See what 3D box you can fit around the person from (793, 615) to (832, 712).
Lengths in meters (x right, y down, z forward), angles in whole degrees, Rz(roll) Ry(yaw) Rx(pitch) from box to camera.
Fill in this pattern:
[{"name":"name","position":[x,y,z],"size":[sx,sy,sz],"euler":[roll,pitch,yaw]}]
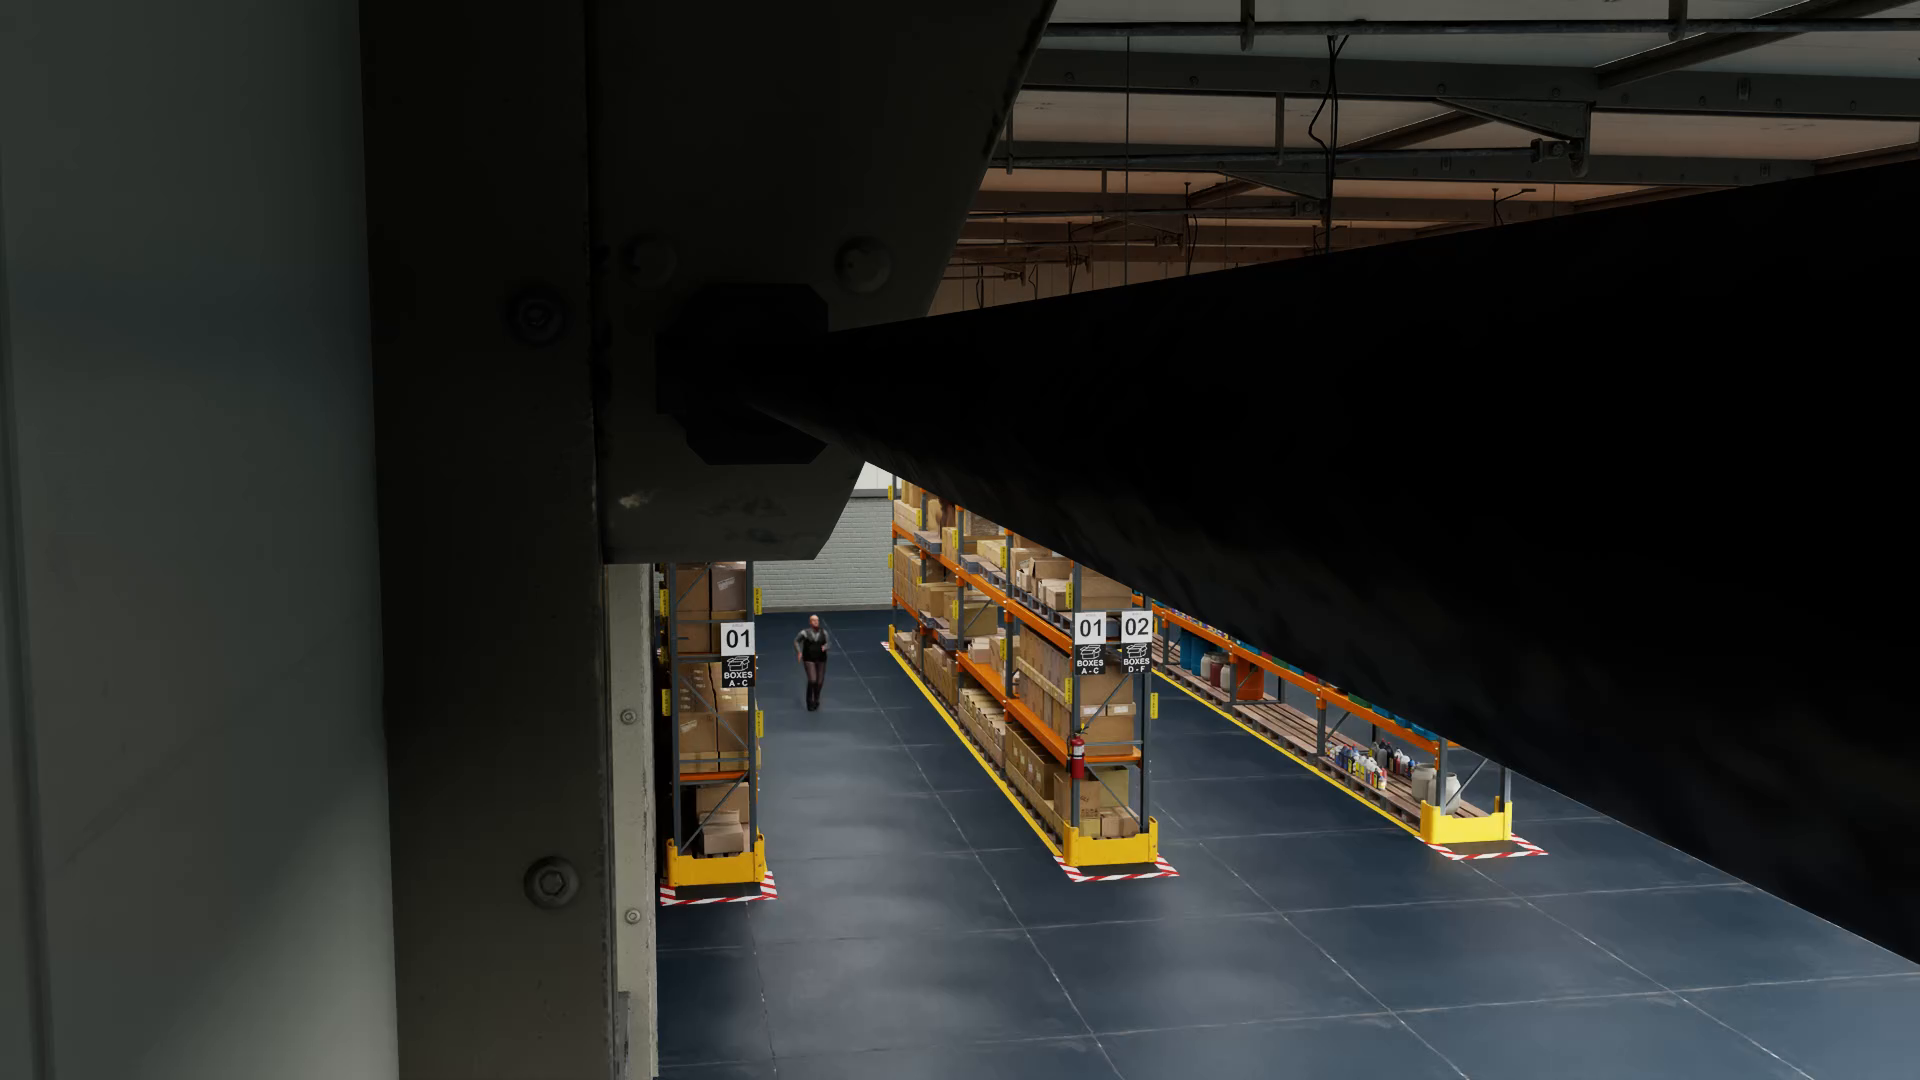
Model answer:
[{"name":"person","position":[-2.635,2.232,30.088],"size":[0.648,1.748,0.723],"euler":[-2,7,-21]}]
